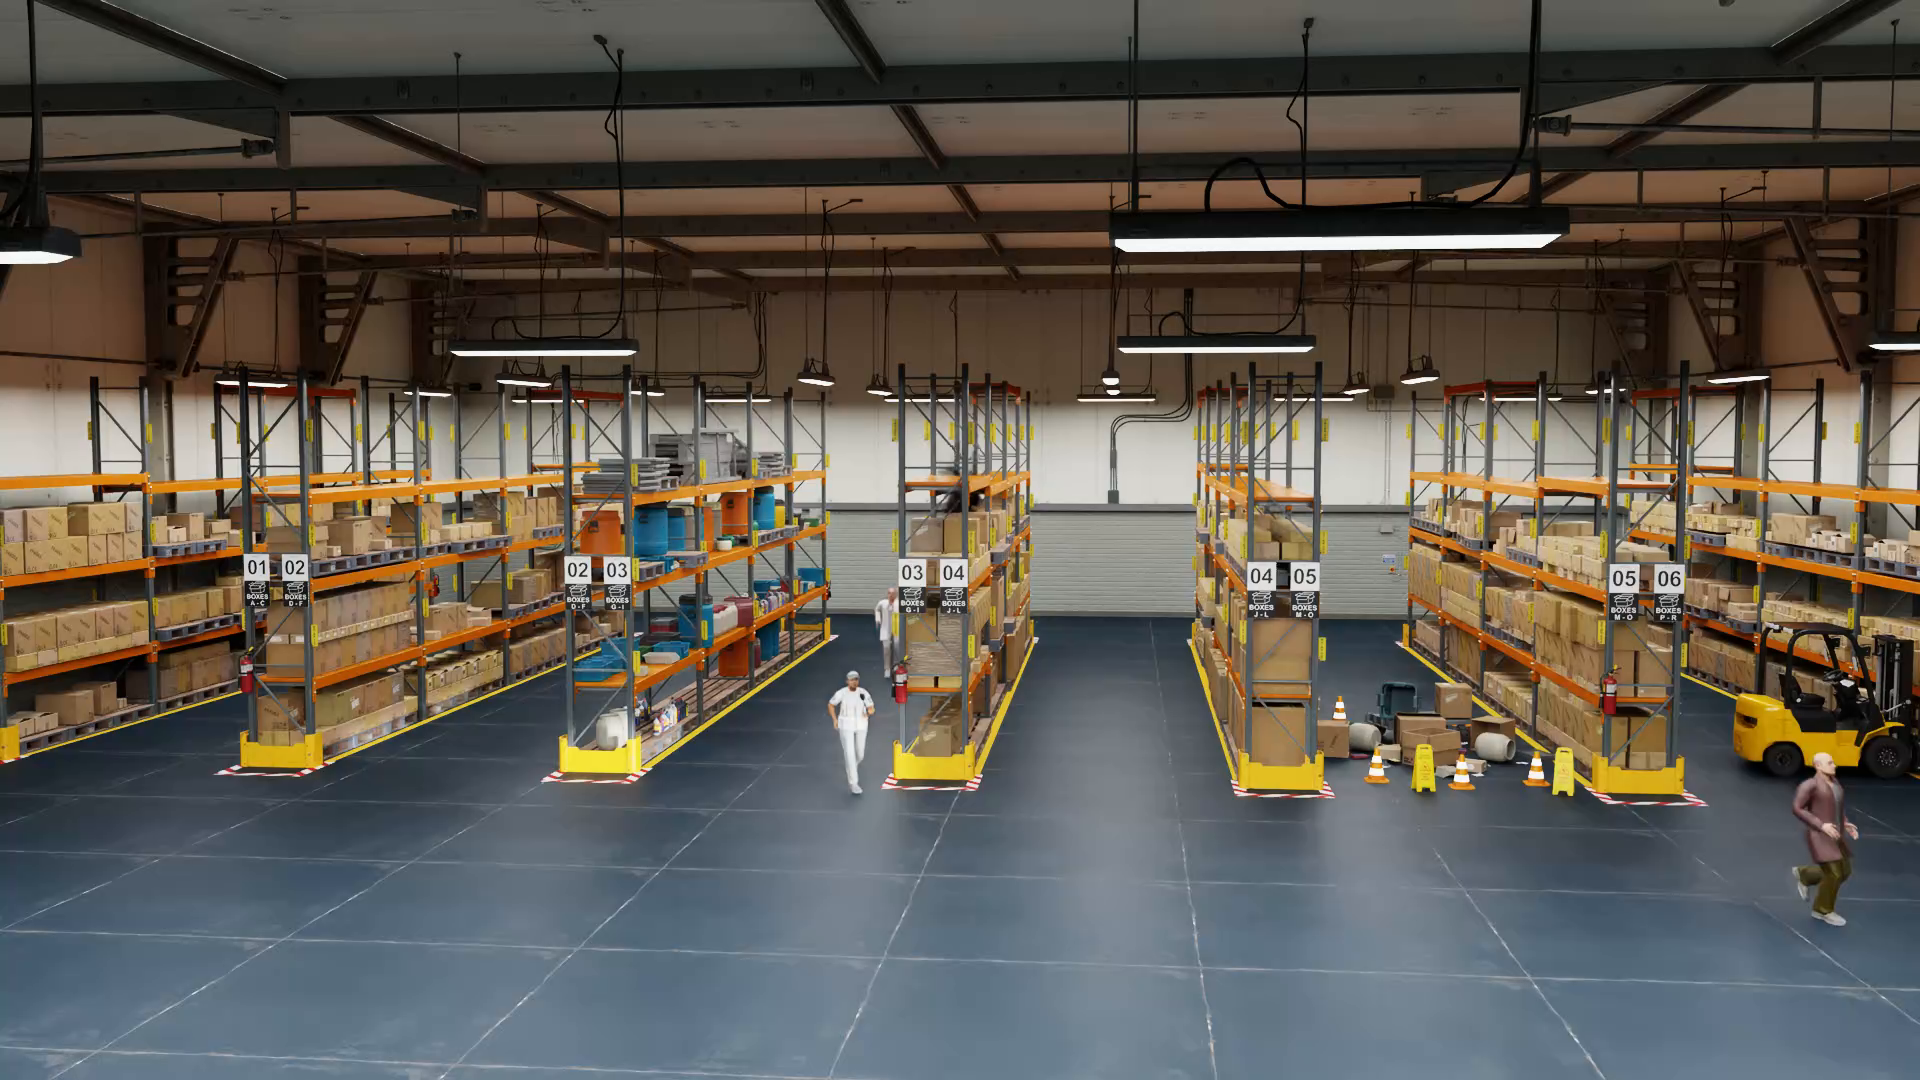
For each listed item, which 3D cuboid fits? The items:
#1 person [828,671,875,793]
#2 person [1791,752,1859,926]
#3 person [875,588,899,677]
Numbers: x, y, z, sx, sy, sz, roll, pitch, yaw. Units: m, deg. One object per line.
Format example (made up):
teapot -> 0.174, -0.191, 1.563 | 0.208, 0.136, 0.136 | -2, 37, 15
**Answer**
person -> -1.506, 2.656, 23.359 | 0.628, 1.643, 0.939 | -1, 4, -18
person -> 8.842, 3.046, 17.128 | 0.712, 1.739, 0.653 | -2, 4, -30
person -> -1.415, 1.880, 34.356 | 0.697, 1.783, 1.044 | 0, 4, -1
